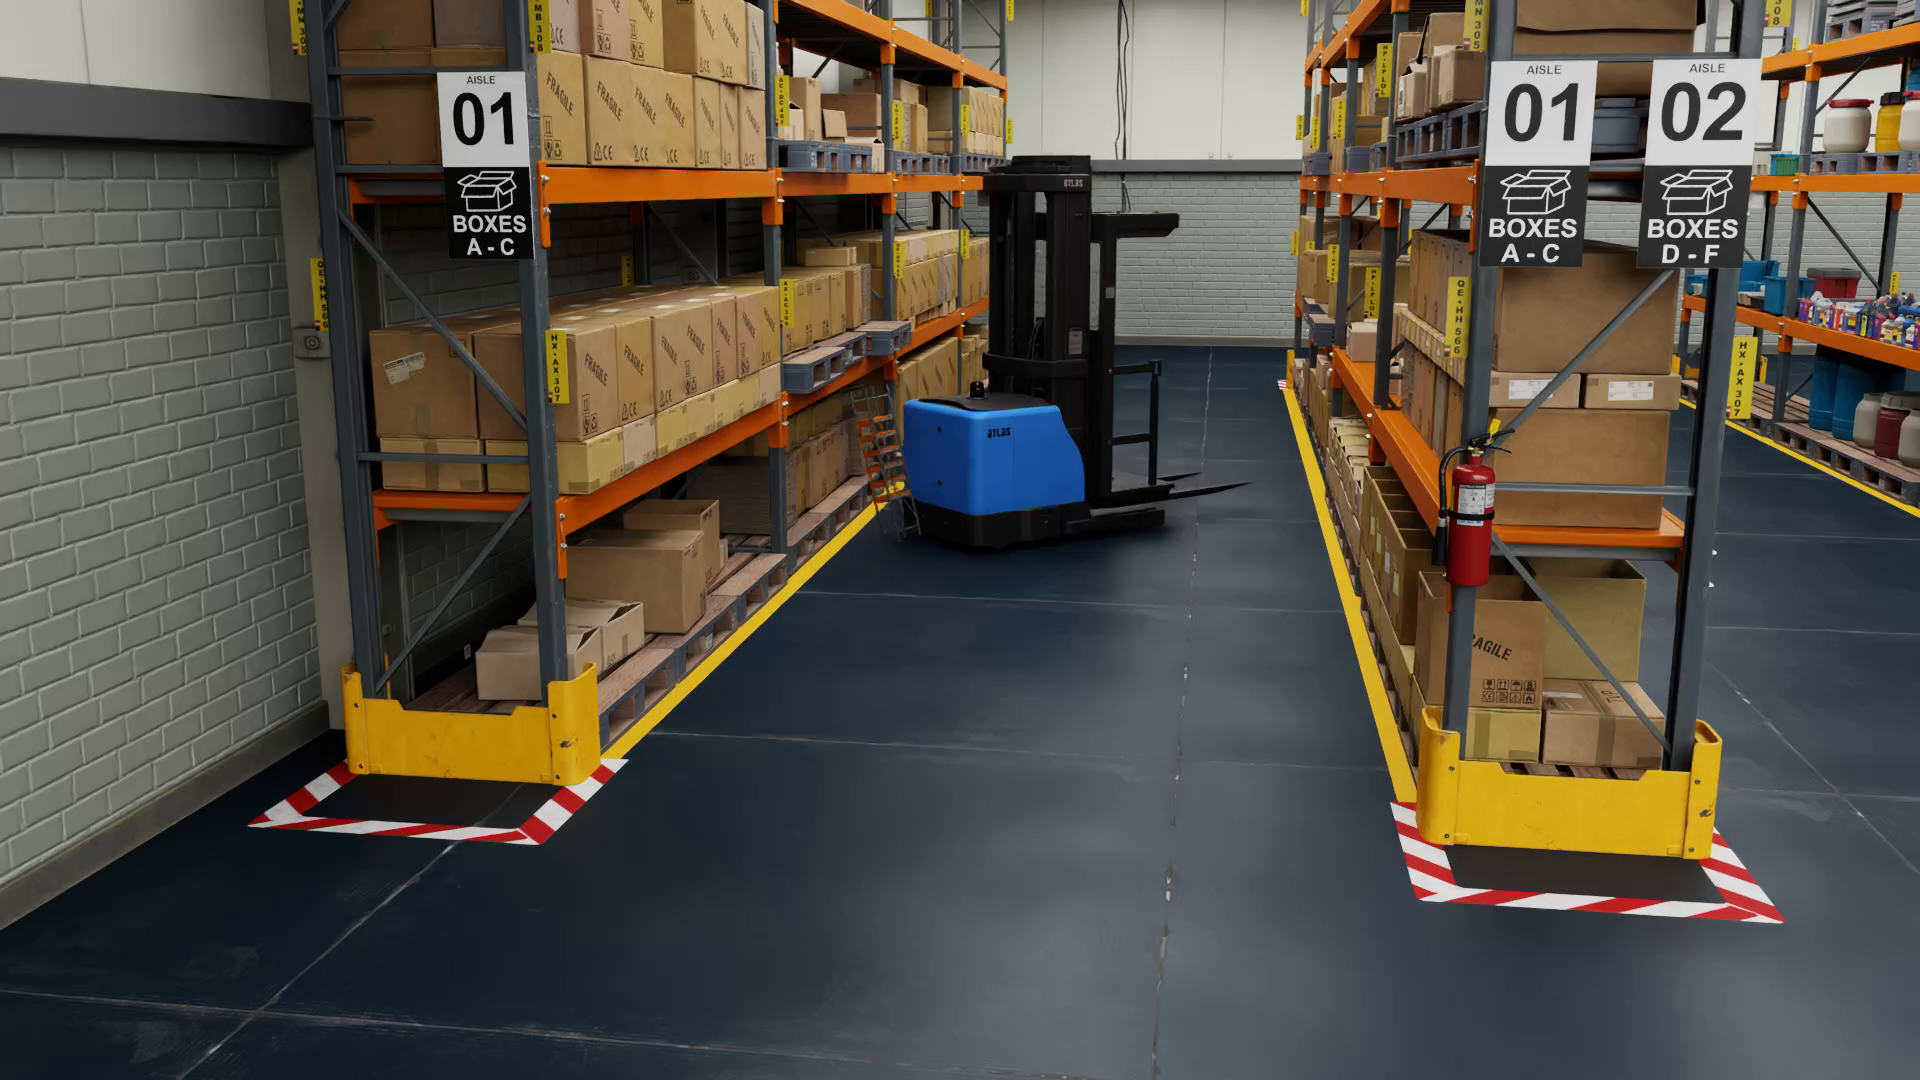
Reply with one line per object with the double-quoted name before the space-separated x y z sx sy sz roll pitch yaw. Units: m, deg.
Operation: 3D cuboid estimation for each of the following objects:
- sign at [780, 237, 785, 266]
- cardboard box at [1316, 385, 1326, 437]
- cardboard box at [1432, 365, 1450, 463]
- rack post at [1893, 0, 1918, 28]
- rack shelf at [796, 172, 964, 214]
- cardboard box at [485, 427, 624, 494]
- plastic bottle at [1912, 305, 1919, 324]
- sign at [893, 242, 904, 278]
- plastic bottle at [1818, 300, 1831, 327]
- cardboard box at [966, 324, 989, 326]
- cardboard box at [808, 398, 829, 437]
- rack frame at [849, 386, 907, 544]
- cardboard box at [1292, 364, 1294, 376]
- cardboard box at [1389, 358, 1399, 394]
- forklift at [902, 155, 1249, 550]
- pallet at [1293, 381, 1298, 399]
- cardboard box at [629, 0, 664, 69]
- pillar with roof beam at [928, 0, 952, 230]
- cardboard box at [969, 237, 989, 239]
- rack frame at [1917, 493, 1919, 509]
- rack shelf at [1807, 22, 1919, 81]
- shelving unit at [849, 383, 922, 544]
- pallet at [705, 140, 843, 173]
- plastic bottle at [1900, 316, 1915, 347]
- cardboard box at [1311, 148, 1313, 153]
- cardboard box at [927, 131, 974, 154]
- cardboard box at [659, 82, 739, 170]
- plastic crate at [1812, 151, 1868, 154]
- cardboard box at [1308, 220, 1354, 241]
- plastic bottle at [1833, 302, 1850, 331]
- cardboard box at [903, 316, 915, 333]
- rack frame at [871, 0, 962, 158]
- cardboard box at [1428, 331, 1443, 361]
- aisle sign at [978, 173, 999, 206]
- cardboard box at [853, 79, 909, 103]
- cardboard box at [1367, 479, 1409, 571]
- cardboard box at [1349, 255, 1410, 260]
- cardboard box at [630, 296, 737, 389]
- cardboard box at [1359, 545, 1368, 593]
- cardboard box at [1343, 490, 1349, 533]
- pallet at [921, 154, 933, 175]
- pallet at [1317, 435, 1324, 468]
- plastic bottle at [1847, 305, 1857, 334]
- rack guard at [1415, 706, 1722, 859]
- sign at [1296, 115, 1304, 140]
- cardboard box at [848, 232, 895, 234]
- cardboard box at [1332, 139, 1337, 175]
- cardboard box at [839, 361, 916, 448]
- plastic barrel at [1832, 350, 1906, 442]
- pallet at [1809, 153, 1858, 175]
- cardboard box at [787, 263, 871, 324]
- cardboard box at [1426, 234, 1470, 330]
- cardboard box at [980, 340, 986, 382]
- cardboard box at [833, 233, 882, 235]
"sign" -1.648 -2.613 15.248 0.100 0.325 0.005 2 12 9
"cardboard box" 3.863 -1.282 16.712 0.500 0.500 0.500 1 12 7
"cardboard box" 2.886 -0.672 8.755 0.700 0.500 0.500 2 12 10
"rack post" 9.120 -4.804 15.110 0.937 0.300 0.954 3 13 15
"rack shelf" -0.792 -3.560 16.981 1.077 0.370 4.000 2 12 9
"cardboard box" -1.941 -0.392 8.000 0.500 0.250 0.500 2 12 7
"plastic bottle" 9.248 -2.128 16.055 0.097 0.271 0.097 0 12 0
"sign" -0.562 -2.541 15.104 0.100 0.325 0.005 2 12 9
"plastic bottle" 8.756 -2.295 16.826 0.097 0.271 0.097 0 12 0
"cardboard box" 0.283 -2.813 22.325 0.380 0.149 0.250 2 12 8
"cardboard box" -1.382 -1.014 13.686 0.500 0.250 0.500 2 12 8
"rack frame" -0.632 -0.582 12.868 0.240 1.200 0.006 -18 8 -40
"cardboard box" 4.584 -2.237 21.934 0.380 0.166 0.250 2 12 9
"cardboard box" 3.135 -1.160 11.576 0.396 0.266 0.258 2 12 7
"forklift" 1.041 -1.575 13.347 3.031 2.935 1.130 -9 15 -35
"pallet" 4.893 -1.990 21.726 1.003 0.211 1.213 2 12 9
"cardboard box" -1.835 -2.660 8.437 0.500 0.500 0.500 2 12 10
"pillar with roof beam" 3.946 -7.078 24.476 9.100 9.000 0.400 2 12 9
"cardboard box" 0.063 -3.735 22.491 0.980 0.700 0.700 2 12 11
"rack frame" 8.690 -1.708 13.800 1.000 3.000 0.127 2 12 9
"rack shelf" 8.998 -4.510 15.218 1.077 0.370 4.000 2 12 9
"shelving unit" -0.573 -0.588 12.799 0.258 1.200 0.189 -18 8 -40
"pallet" -1.514 -2.696 11.710 1.213 0.211 1.003 2 12 9
"plastic bottle" 8.432 -1.855 14.788 0.097 0.271 0.097 0 12 0
"cardboard box" 4.298 -4.554 19.052 0.500 0.250 0.500 2 12 9
"cardboard box" -0.117 -4.644 19.426 0.500 0.250 0.500 2 12 8
"cardboard box" -1.638 -2.504 10.086 0.500 0.500 0.500 1 12 4
"plastic crate" 9.767 -4.193 18.520 0.497 0.269 0.590 2 12 9
"cardboard box" 4.309 -3.460 19.319 0.500 0.500 0.500 2 12 8
"plastic bottle" 8.715 -2.204 16.393 0.152 0.276 0.135 2 12 9
"cardboard box" -0.648 -2.082 16.083 0.380 0.149 0.250 2 12 10
"rack frame" -0.484 -5.795 18.521 1.000 3.000 0.127 2 12 9
"cardboard box" 2.714 -1.031 8.879 0.380 0.149 0.250 2 12 8
"aisle sign" 0.439 -4.971 22.768 0.394 0.787 0.004 2 12 9
"cardboard box" -0.819 -4.665 17.336 0.500 0.250 0.500 1 12 7
"cardboard box" 2.731 -0.074 9.966 0.500 0.500 0.500 2 12 9
"cardboard box" 4.201 -2.587 16.642 0.700 0.500 0.500 -1 12 -6
"cardboard box" -1.641 -1.183 9.890 0.500 0.500 0.500 2 12 7
"cardboard box" 2.810 0.189 10.528 0.500 0.250 0.500 2 12 9
"cardboard box" 3.116 -0.206 12.357 0.500 0.250 0.500 2 12 10
"pallet" -0.884 -3.772 16.704 1.003 0.211 1.213 2 12 11
"pallet" 4.138 -0.914 16.733 1.003 0.211 1.213 2 12 9
"plastic bottle" 8.635 -2.130 16.061 0.097 0.271 0.097 0 12 0
"rack guard" 2.562 1.023 7.061 1.175 0.500 0.348 2 12 9
"sign" 4.490 -5.446 21.949 0.100 0.325 0.005 2 12 9
"cardboard box" -0.958 -3.132 17.634 0.500 0.250 0.500 1 12 7
"cardboard box" 3.988 -3.691 15.643 0.910 0.500 0.500 2 12 9
"cardboard box" -0.856 -1.333 16.162 0.750 0.750 0.750 2 12 8
"plastic barrel" 9.096 -1.460 16.634 0.600 0.901 0.708 2 12 9
"pallet" 9.281 -3.749 16.596 1.213 0.211 1.003 2 12 9
"cardboard box" -1.162 -2.195 14.777 0.700 0.500 0.500 0 12 2
"cardboard box" 2.965 -1.418 9.136 0.700 0.500 0.500 2 12 9
"cardboard box" -0.031 -2.320 21.576 0.700 0.500 0.500 1 12 7
"cardboard box" -1.043 -3.023 17.131 0.500 0.250 0.500 2 12 7
